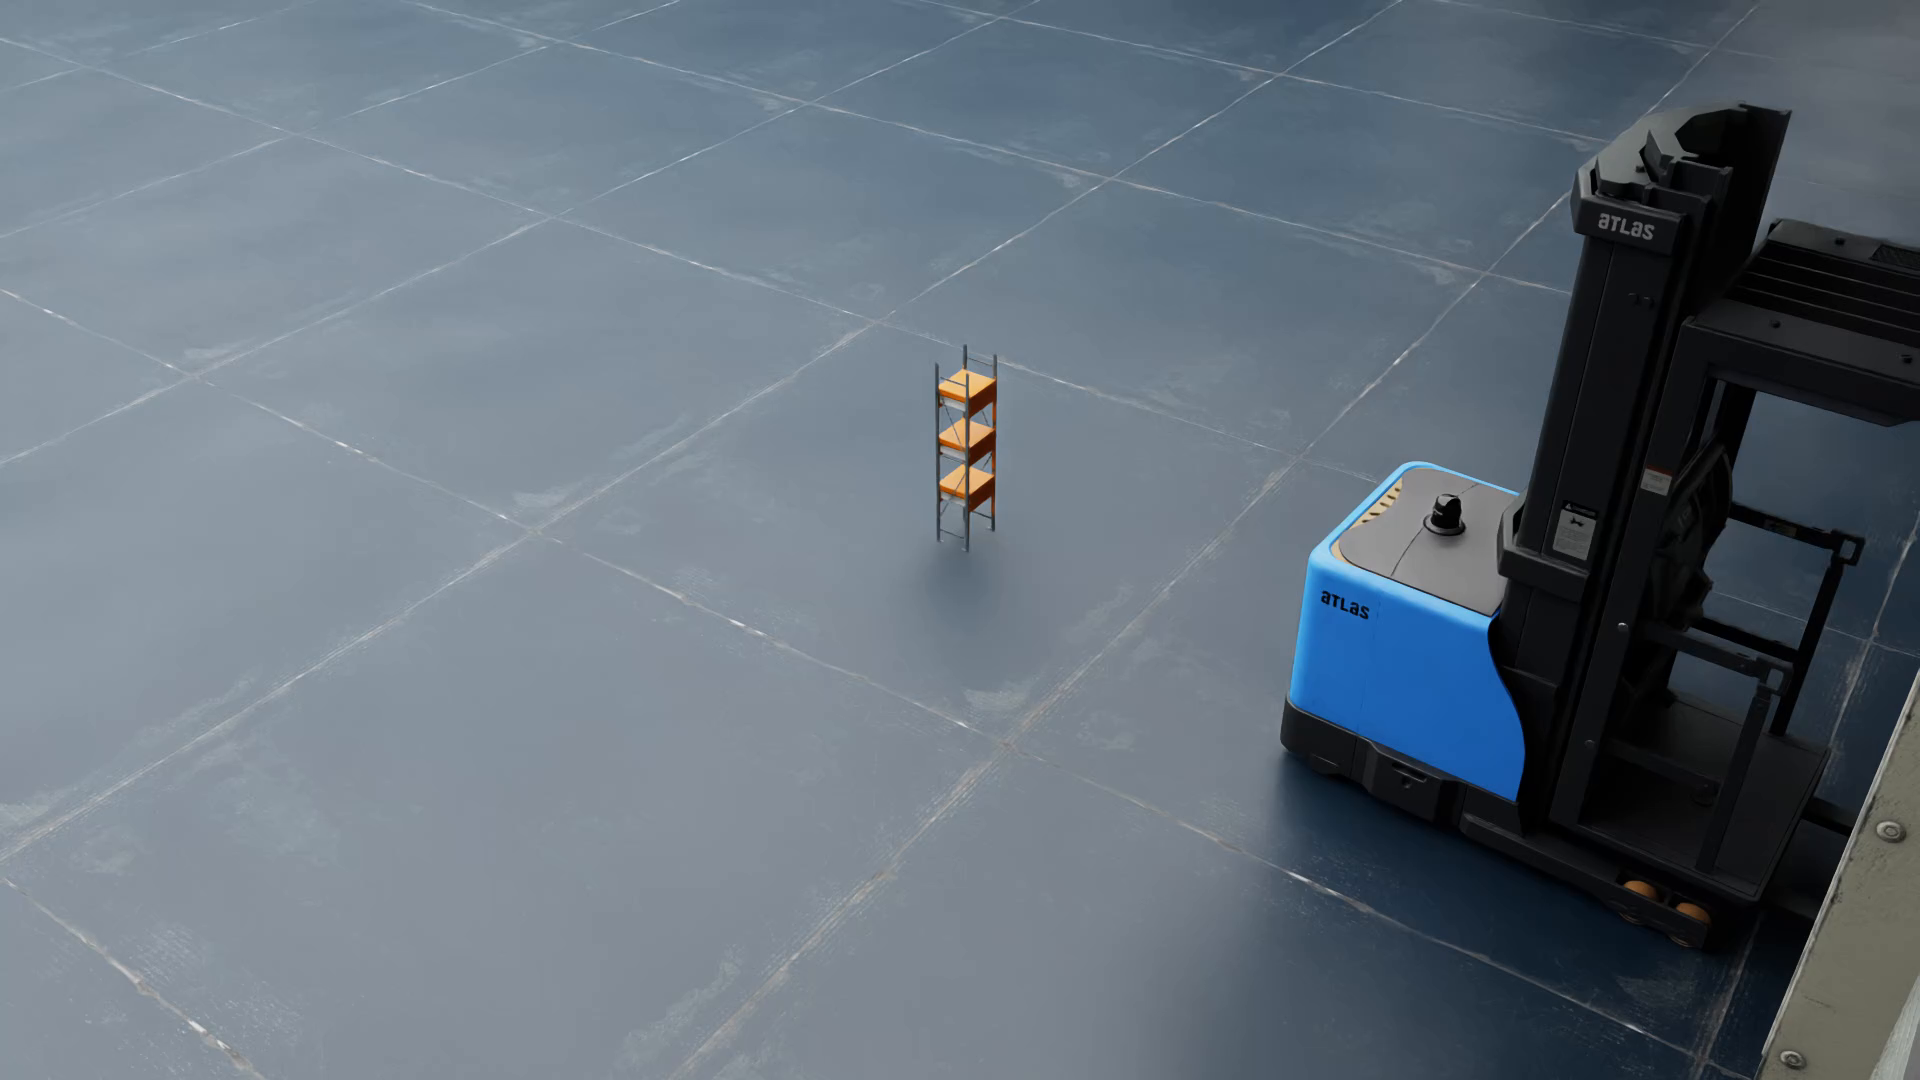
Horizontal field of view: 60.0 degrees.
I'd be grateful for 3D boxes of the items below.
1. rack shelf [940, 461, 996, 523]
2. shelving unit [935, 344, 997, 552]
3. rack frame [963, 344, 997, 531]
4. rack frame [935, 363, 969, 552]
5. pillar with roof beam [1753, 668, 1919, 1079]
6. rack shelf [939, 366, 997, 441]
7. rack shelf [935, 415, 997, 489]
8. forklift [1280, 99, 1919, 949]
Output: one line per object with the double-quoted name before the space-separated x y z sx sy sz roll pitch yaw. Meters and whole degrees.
"rack shelf" 0.031 -0.221 8.654 0.215 0.259 0.240 21 39 28
"shelving unit" 0.031 -0.460 8.492 0.215 1.050 0.252 21 39 28
"rack frame" 0.100 -0.516 8.575 0.200 1.050 0.008 21 39 28
"rack frame" -0.039 -0.403 8.409 0.200 1.050 0.008 21 39 28
"pillar with roof beam" -0.599 -3.131 5.346 9.100 9.000 0.400 21 39 28
"rack shelf" 0.031 -0.686 8.339 0.215 0.259 0.240 21 39 28
"rack shelf" 0.031 -0.451 8.498 0.215 0.259 0.240 21 39 28
"forklift" 2.889 0.018 6.108 3.031 2.935 1.130 23 40 30
